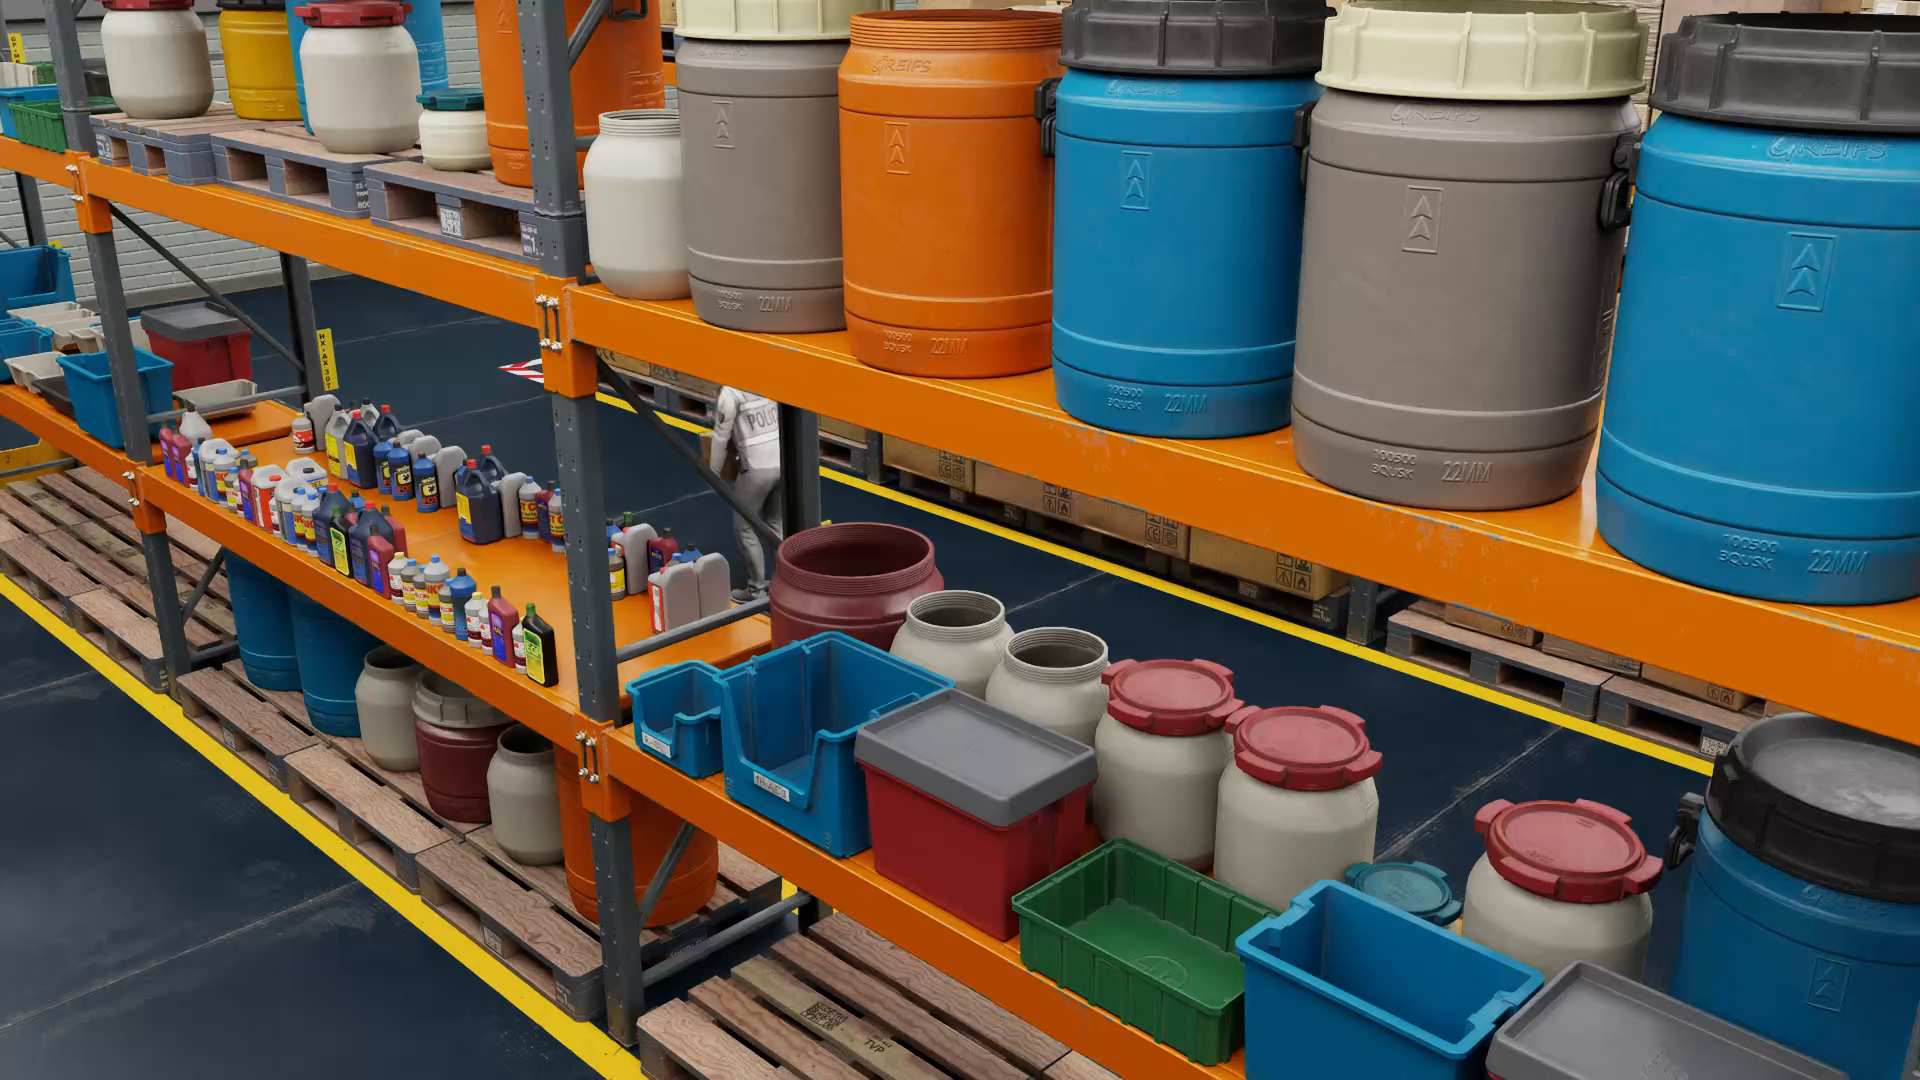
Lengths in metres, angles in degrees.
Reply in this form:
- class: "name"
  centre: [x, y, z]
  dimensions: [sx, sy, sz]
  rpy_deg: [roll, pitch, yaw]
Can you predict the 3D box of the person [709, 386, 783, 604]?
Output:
- class: "person"
  centre: [-1.213, -0.409, 9.717]
  dimensions: [0.555, 1.632, 0.413]
  rpy_deg: [18, 27, 40]
